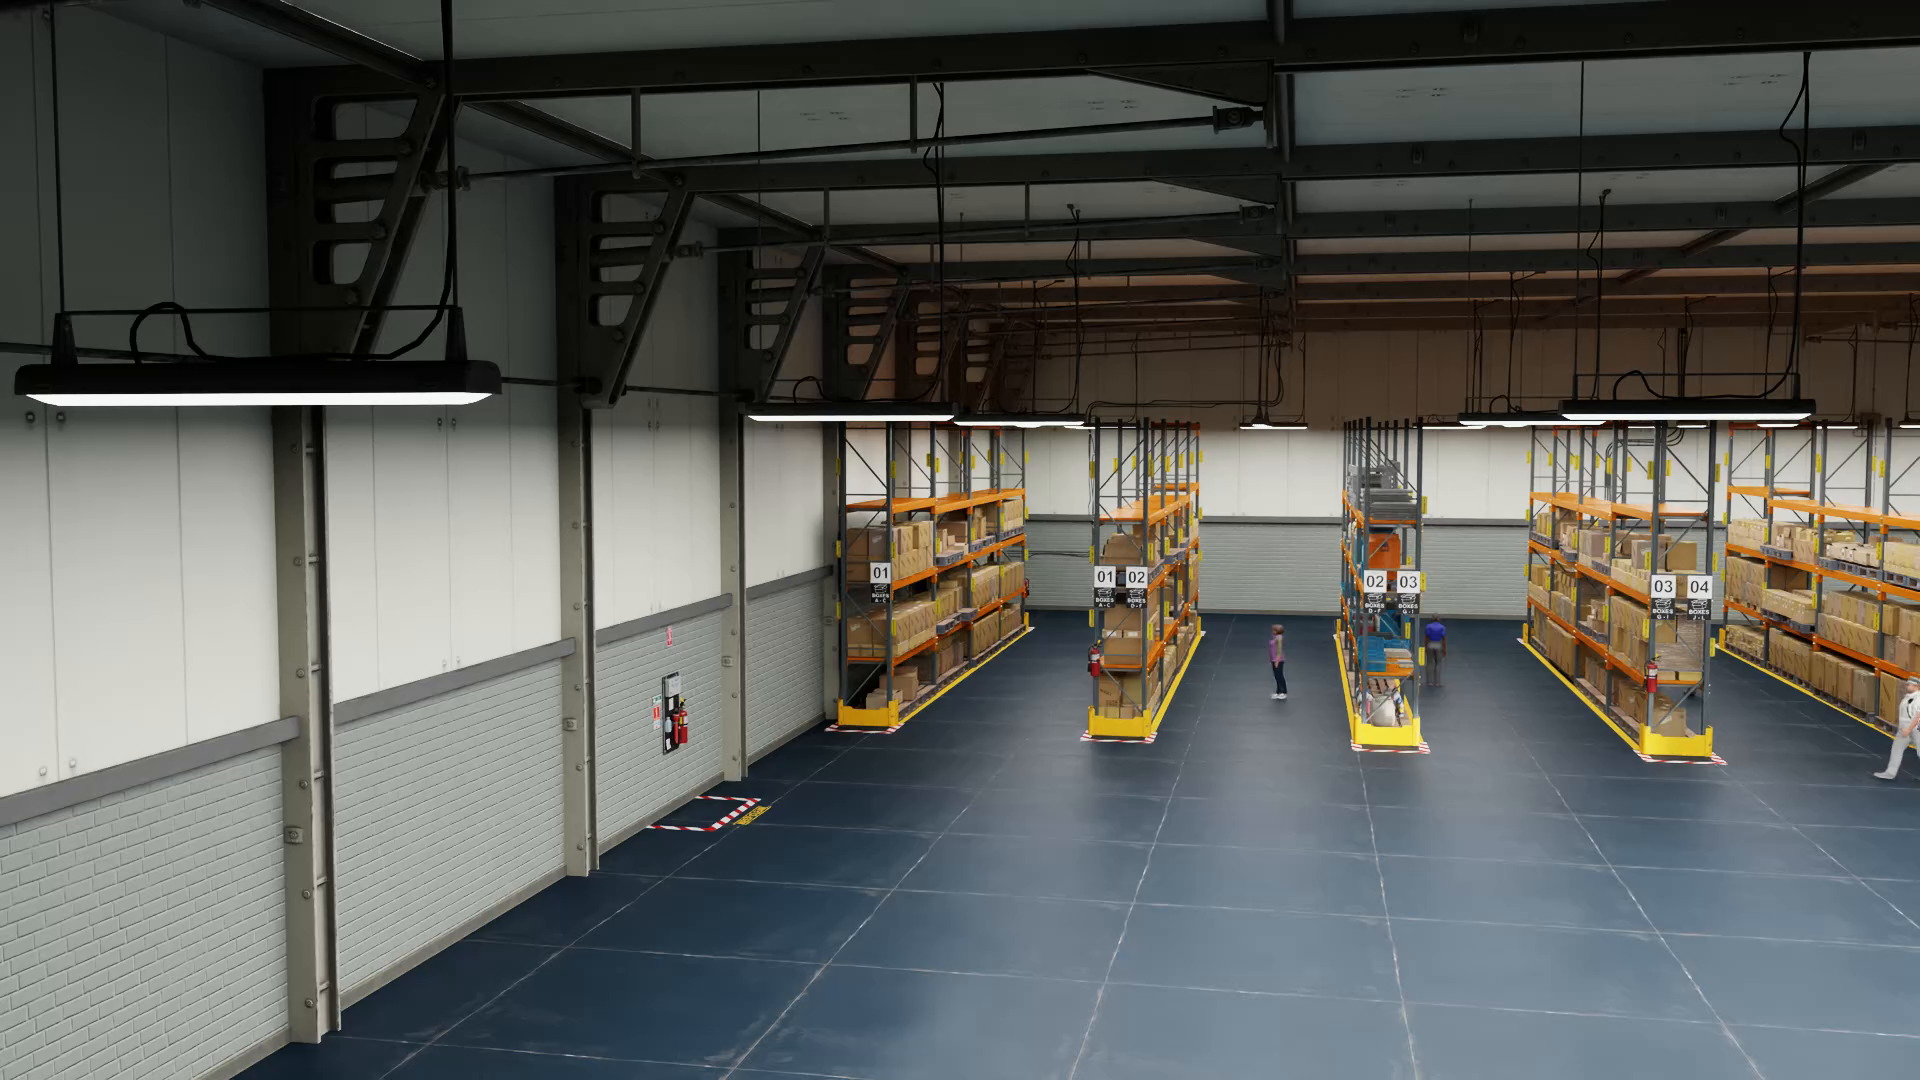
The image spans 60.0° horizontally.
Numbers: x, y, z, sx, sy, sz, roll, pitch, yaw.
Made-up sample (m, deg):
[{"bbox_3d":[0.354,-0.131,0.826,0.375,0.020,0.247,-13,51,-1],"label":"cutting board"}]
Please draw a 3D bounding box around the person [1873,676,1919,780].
[{"bbox_3d":[15.588,3.087,27.237,1.026,1.731,0.511,0,4,-7],"label":"person"}]

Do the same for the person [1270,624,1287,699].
[{"bbox_3d":[6.849,2.614,35.702,0.374,1.619,0.466,0,4,-4],"label":"person"}]

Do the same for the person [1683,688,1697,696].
[{"bbox_3d":[15.889,2.524,36.202,0.568,1.714,0.531,-1,4,-20],"label":"person"}]

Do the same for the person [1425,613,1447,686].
[{"bbox_3d":[10.719,2.464,37.462,0.466,1.666,0.345,2,4,24],"label":"person"}]
